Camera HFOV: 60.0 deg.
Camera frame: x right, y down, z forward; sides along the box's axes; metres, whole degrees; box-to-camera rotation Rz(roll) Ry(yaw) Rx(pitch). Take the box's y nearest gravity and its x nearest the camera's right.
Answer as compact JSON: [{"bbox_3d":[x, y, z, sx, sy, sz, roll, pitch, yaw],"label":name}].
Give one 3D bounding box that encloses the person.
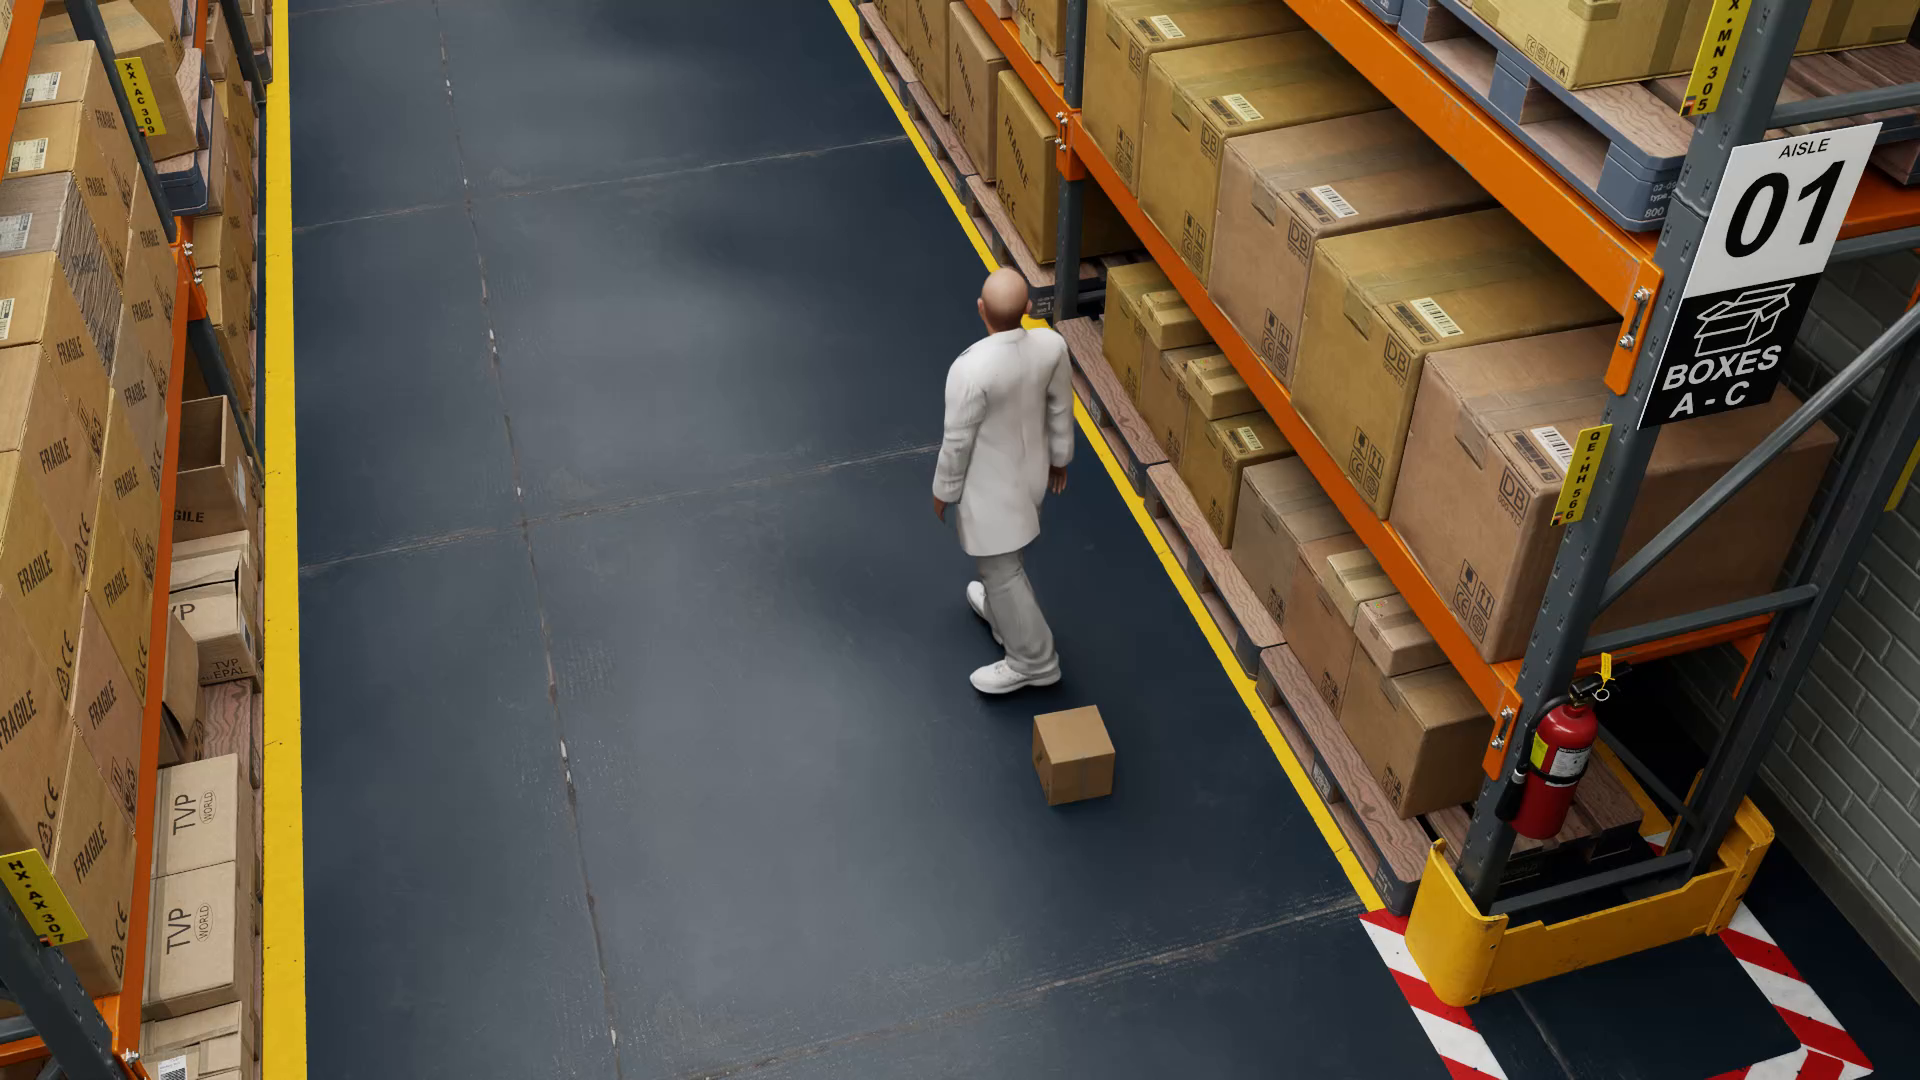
[{"bbox_3d":[0.198,-0.219,6.416,0.613,1.769,0.667,-33,51,-31],"label":"person"}]
